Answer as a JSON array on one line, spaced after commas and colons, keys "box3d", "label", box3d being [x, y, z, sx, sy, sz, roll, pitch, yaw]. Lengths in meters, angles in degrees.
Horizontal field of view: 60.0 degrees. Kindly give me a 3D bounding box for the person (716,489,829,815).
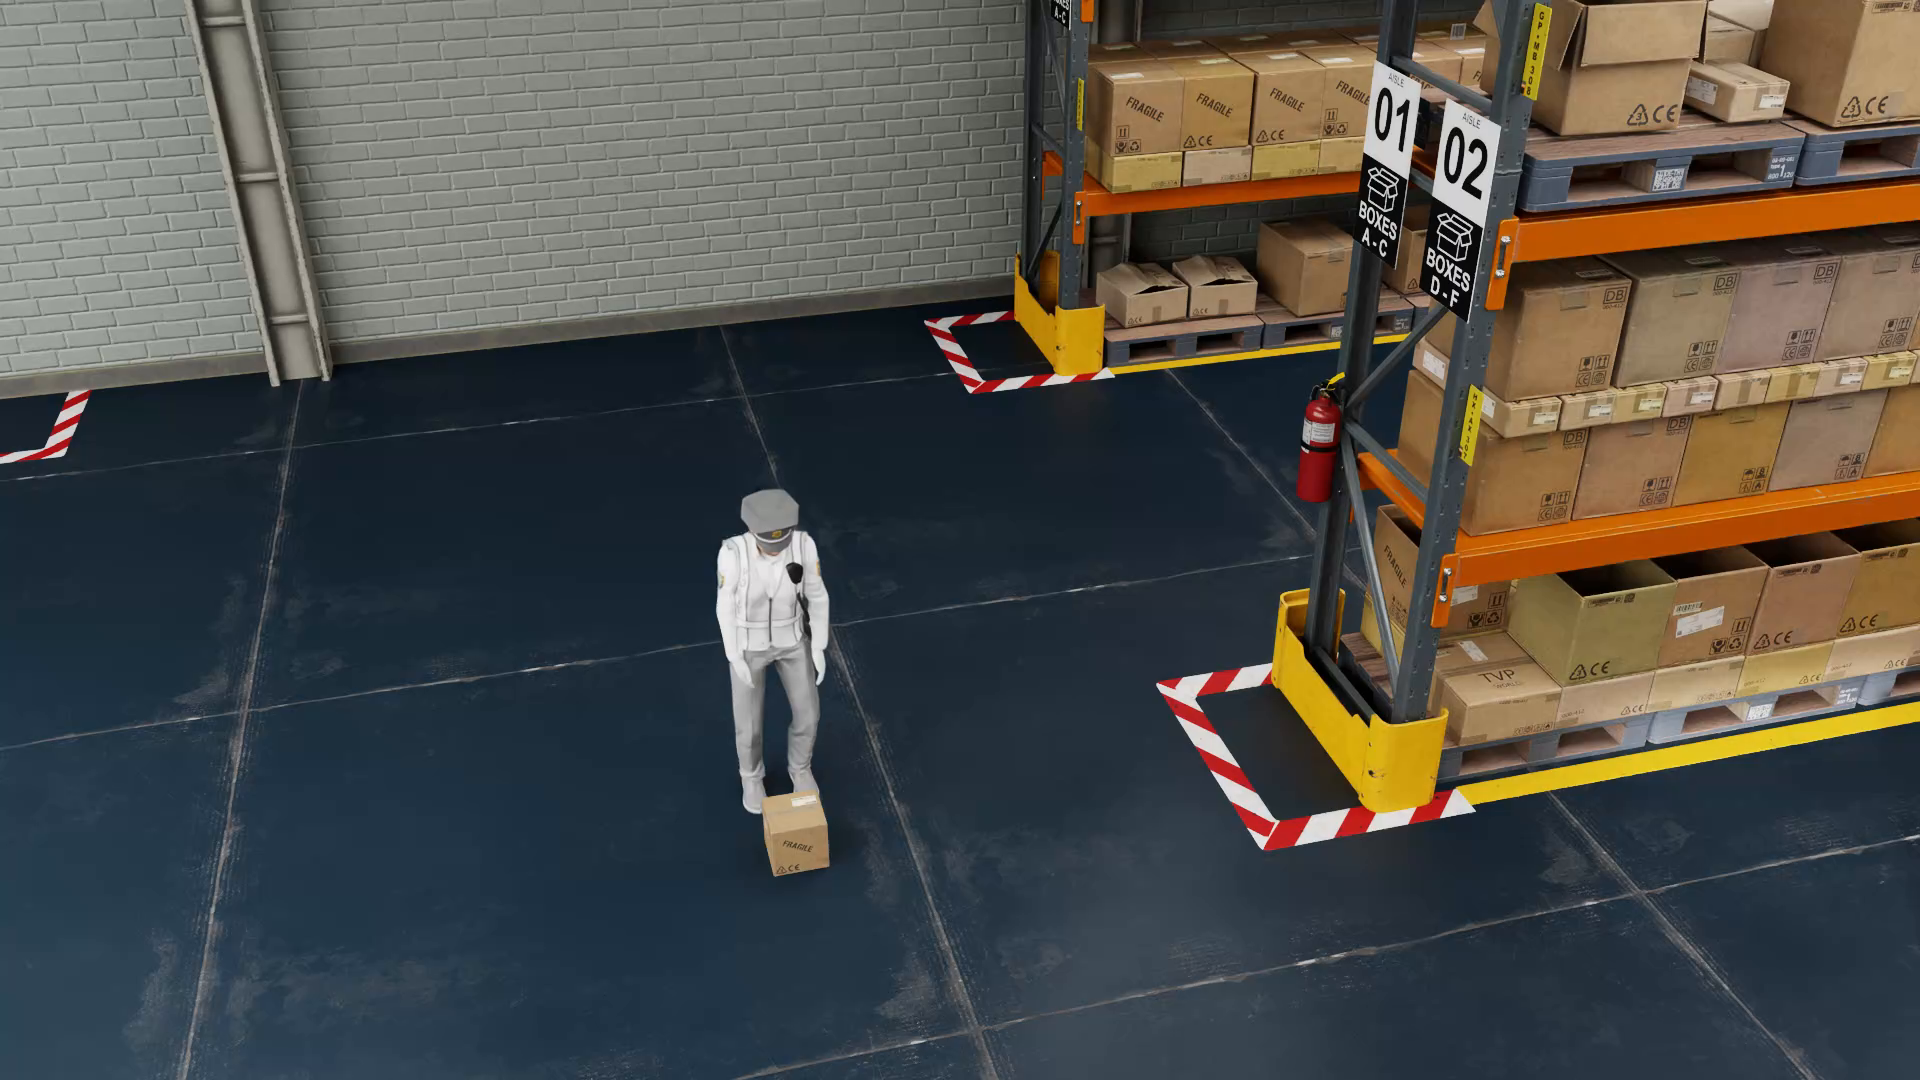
[{"box3d": [-0.822, 0.492, 7.445, 0.500, 1.626, 0.446, -7, 31, -12], "label": "person"}]
